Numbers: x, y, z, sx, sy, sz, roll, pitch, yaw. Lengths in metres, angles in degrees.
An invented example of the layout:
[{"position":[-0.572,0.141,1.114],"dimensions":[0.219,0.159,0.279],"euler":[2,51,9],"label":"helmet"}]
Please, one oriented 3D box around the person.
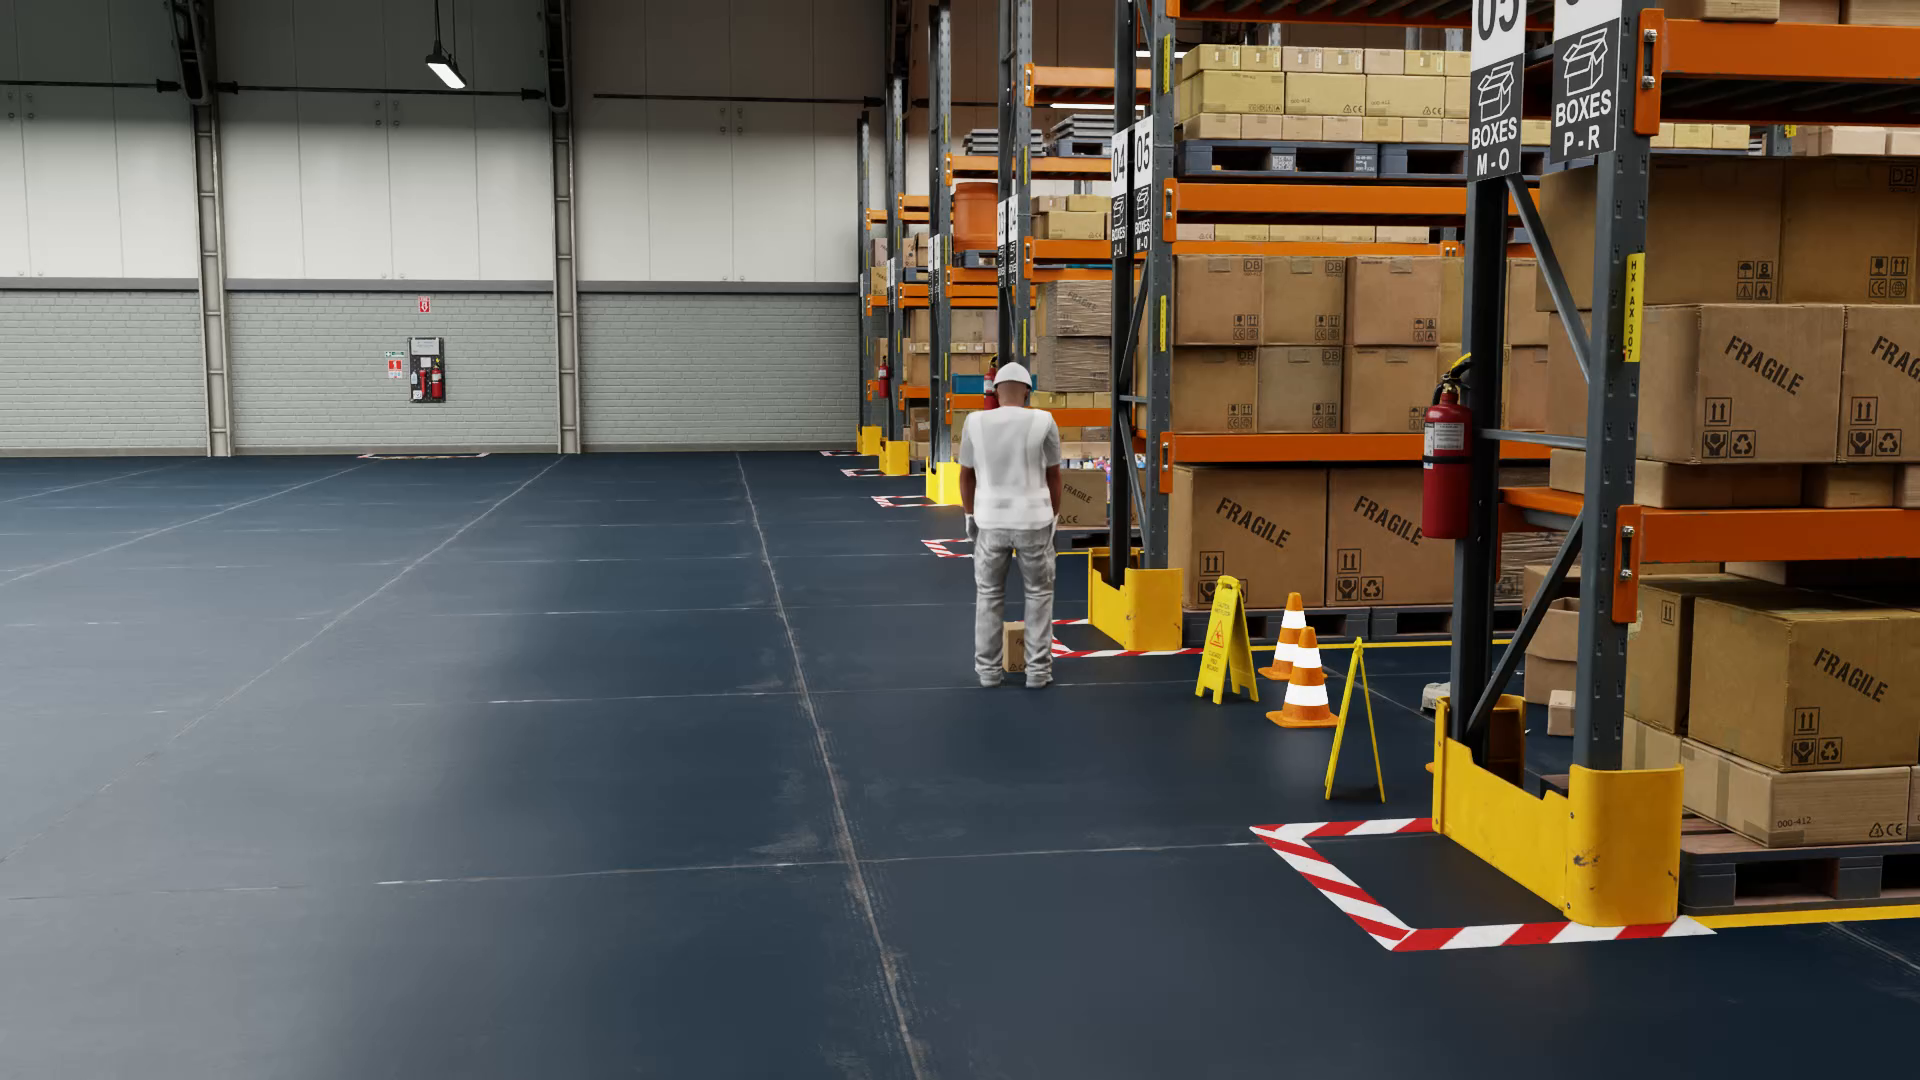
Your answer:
[{"position":[0.274,-0.083,9.022],"dimensions":[0.566,1.748,0.427],"euler":[1,7,11],"label":"person"}]
